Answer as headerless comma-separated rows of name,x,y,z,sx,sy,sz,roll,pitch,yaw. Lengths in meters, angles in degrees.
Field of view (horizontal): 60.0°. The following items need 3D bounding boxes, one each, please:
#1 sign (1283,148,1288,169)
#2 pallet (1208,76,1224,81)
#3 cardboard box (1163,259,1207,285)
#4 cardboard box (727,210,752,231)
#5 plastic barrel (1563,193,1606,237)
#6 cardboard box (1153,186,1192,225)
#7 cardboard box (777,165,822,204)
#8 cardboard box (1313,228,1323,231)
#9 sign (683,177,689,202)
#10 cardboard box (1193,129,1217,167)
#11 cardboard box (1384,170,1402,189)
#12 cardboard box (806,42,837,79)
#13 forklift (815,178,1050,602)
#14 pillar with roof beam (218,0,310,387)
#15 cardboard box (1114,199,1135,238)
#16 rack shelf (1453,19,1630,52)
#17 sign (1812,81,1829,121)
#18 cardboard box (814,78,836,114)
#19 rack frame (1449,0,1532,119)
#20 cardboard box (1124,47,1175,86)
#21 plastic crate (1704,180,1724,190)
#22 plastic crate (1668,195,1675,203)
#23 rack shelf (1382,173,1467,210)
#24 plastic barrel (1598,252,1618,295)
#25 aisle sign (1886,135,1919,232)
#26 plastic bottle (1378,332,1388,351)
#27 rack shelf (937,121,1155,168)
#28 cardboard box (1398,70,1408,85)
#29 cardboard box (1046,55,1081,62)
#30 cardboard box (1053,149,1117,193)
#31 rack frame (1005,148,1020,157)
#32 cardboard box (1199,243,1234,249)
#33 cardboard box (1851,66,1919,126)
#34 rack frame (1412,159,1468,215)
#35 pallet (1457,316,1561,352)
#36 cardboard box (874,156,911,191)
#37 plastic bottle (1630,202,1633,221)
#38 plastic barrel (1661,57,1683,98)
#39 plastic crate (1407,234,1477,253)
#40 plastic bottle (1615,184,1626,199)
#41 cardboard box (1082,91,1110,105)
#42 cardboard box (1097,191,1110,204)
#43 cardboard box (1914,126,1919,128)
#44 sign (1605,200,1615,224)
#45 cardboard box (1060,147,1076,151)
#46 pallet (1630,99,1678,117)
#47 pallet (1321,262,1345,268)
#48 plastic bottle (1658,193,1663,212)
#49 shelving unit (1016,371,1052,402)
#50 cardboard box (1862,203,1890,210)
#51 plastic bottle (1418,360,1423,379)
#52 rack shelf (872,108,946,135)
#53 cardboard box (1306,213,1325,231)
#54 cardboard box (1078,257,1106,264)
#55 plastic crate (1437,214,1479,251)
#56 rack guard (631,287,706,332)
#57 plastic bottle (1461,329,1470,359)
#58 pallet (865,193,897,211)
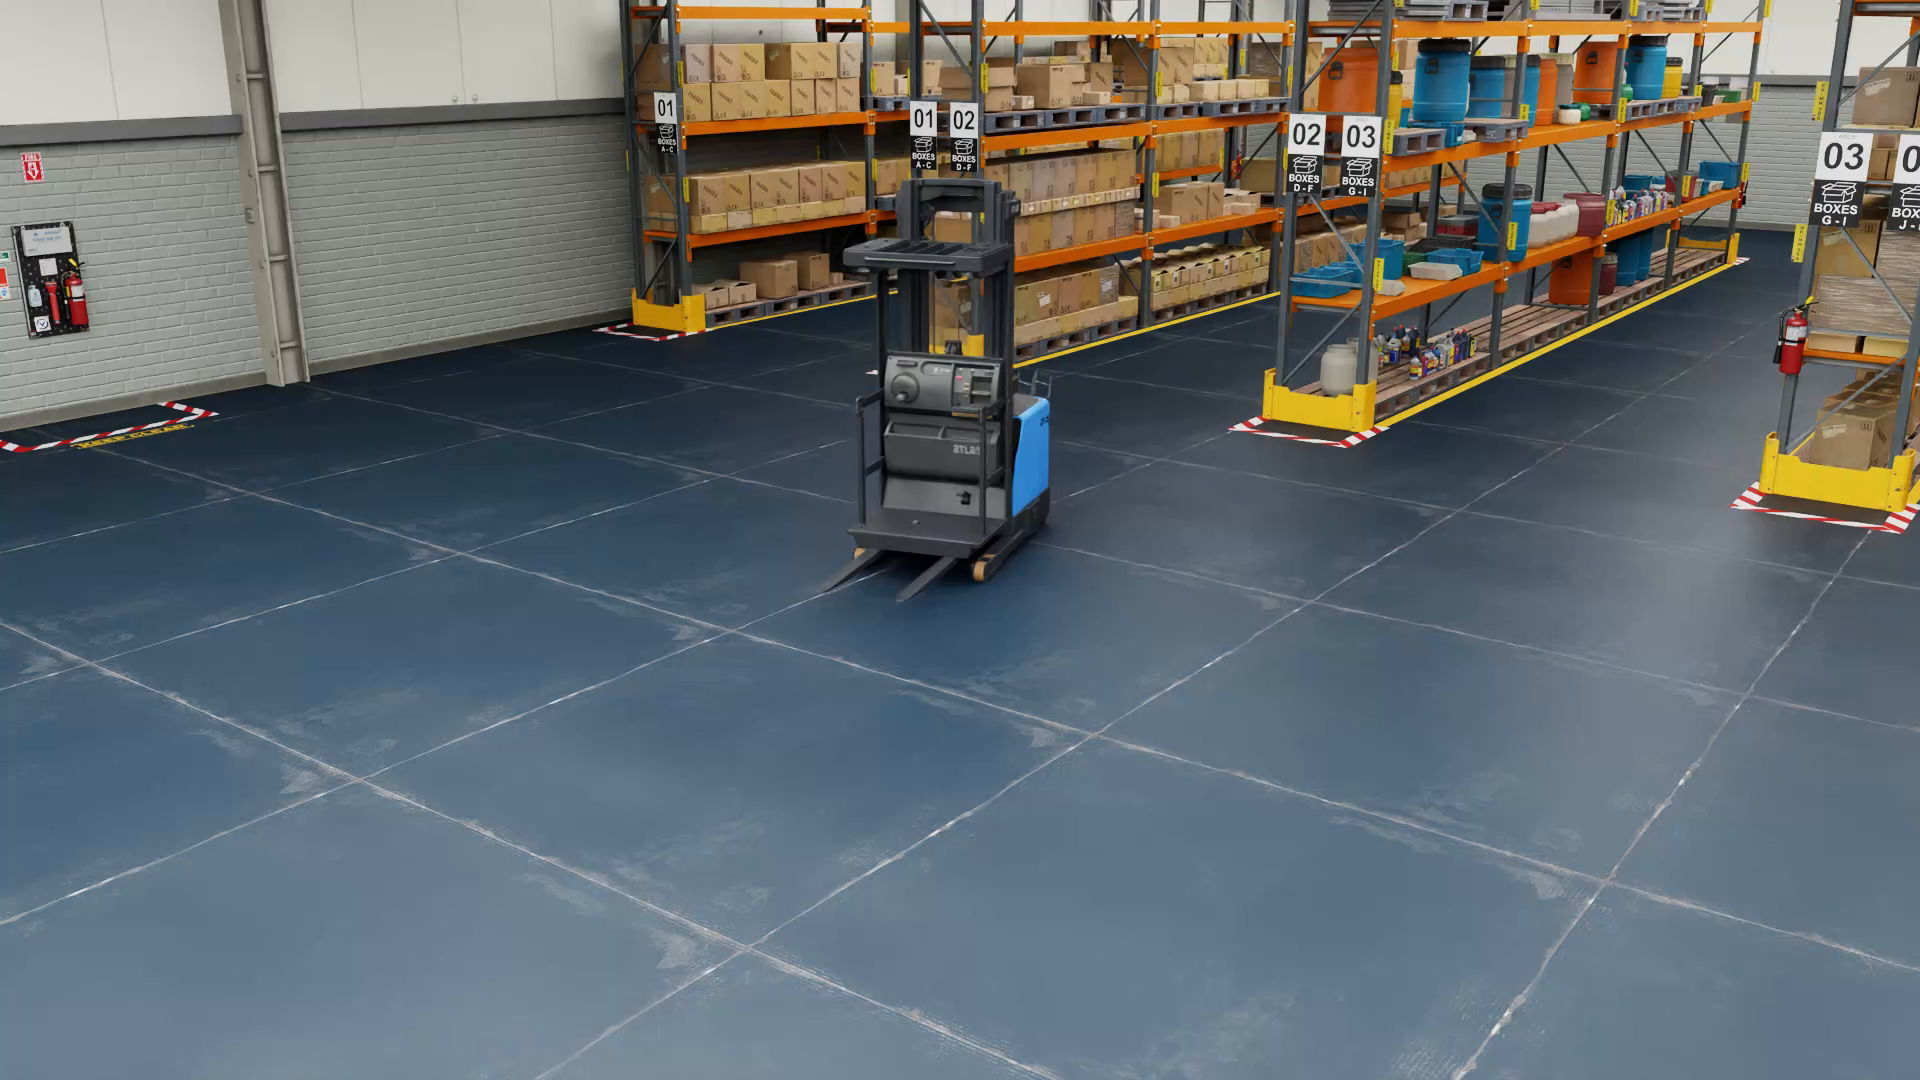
sign,5.055,-5.905,25.750,0.100,0.325,0.005,12,21,35
pallet,4.960,-9.441,34.180,1.003,0.211,1.213,12,21,35
cardboard box,3.280,-3.948,24.383,0.500,0.311,0.500,12,21,33
cardboard box,-3.297,-4.543,23.534,0.500,0.250,0.500,12,21,33
plastic barrel,8.550,-4.474,22.865,0.600,0.536,0.708,12,21,35
cardboard box,3.008,-4.850,24.136,0.500,0.500,0.500,14,22,39
cardboard box,-2.392,-5.262,24.586,0.500,0.500,0.500,12,21,33
cardboard box,5.894,-5.100,28.582,0.500,0.500,0.500,13,21,35
sign,-3.704,-4.736,22.478,0.100,0.325,0.005,12,21,35
cardboard box,4.673,-8.074,34.181,0.980,0.700,0.700,12,21,34
cardboard box,7.513,-6.523,29.524,0.500,0.500,0.500,13,22,36
cardboard box,-2.157,-7.038,24.405,0.500,0.500,0.500,14,22,38
forklift,-0.207,-1.212,12.705,1.130,2.935,3.031,6,18,19
pillar with roof beam,-4.535,-5.414,16.003,9.100,9.000,0.400,12,21,35
cardboard box,1.964,-4.438,22.808,0.700,0.500,0.500,12,21,33
rack shelf,7.391,-6.428,21.156,1.077,0.370,4.000,12,21,35
sign,7.360,-3.751,14.214,0.100,0.325,0.005,12,21,35
cardboard box,-2.171,-6.579,24.612,0.500,0.500,0.500,10,20,30
rack frame,6.200,-6.486,19.456,1.000,3.000,0.127,12,21,35
cardboard box,2.623,-6.557,23.022,0.500,0.500,0.500,13,21,35
plastic crate,13.009,-6.155,28.851,0.396,0.136,0.243,12,21,35
plastic crate,11.358,-5.515,26.787,0.396,0.136,0.243,12,21,35
rack shelf,8.182,-6.535,30.944,1.077,0.370,4.000,12,21,35
plastic barrel,9.534,-4.011,24.960,0.600,0.588,0.708,12,21,35
aisle sign,7.998,-2.967,13.856,0.394,0.787,0.004,12,21,35
plastic bottle,5.020,-2.301,19.820,0.144,0.351,0.185,12,21,34
rack shelf,1.032,-5.110,21.295,1.077,0.370,4.000,12,21,35
cardboard box,7.480,-8.074,29.038,0.500,0.250,0.500,12,21,35
cardboard box,1.768,-8.525,30.170,0.700,0.500,0.500,12,21,35
cardboard box,1.664,-4.937,22.228,0.700,0.500,0.500,12,21,35
rack frame,0.626,-6.324,29.051,1.000,3.000,0.127,12,21,35
cardboard box,4.059,-4.532,26.263,0.500,0.311,0.500,13,22,37
cardboard box,8.514,-4.068,15.214,0.500,0.500,0.500,12,21,35
rack frame,9.374,-7.355,32.371,1.000,3.000,0.127,12,21,35
pallet,7.363,-2.775,22.323,1.003,0.211,1.213,12,21,35
cardboard box,-1.087,-5.876,26.698,0.700,0.500,0.500,15,23,40
plastic bottle,9.880,-4.856,24.540,0.097,0.271,0.097,0,17,0
plastic barrel,10.585,-6.996,25.131,0.600,0.588,0.600,0,17,0
plastic crate,5.785,-3.489,20.026,0.767,0.338,0.504,12,21,35
plastic bottle,10.472,-5.467,26.372,0.144,0.351,0.185,12,21,35
cardboard box,1.724,-5.741,21.596,0.380,0.149,0.250,12,21,35
cardboard box,1.775,-4.568,22.133,0.380,0.149,0.250,12,21,35
cardboard box,8.863,-3.889,15.733,0.380,0.149,0.250,13,22,36
sign,9.029,-4.556,23.082,0.100,0.325,0.005,12,21,35
cardboard box,1.737,-6.835,29.992,0.500,0.500,0.500,12,21,34
pallet,9.904,-6.394,24.536,1.003,0.211,1.213,12,21,35
pallet,5.810,-4.578,28.131,1.003,0.211,1.213,12,21,35
plastic bottle,10.773,-5.229,25.733,0.152,0.276,0.135,12,21,35
shelving unit,0.588,-0.853,14.442,0.189,1.200,0.258,-3,16,-33
cardboard box,8.516,-2.874,15.583,0.500,0.500,0.500,12,21,35
plastic bottle,5.208,-1.943,18.920,0.097,0.201,0.097,0,17,0
rack shelf,-0.565,-6.937,27.179,1.077,0.370,4.000,12,21,35
cardboard box,5.911,-5.467,28.498,0.500,0.250,0.500,12,21,35
cardboard box,1.696,-3.687,23.224,0.500,0.500,0.500,12,21,35
plastic crate,6.242,-3.821,20.882,0.402,0.464,0.583,12,21,35
rack guard,-4.095,-3.243,23.344,1.175,0.500,0.348,12,21,35
plastic bottle,6.047,-2.362,20.015,0.144,0.351,0.185,12,21,33
pallet,-1.185,-5.436,26.515,1.003,0.211,1.213,12,21,35
